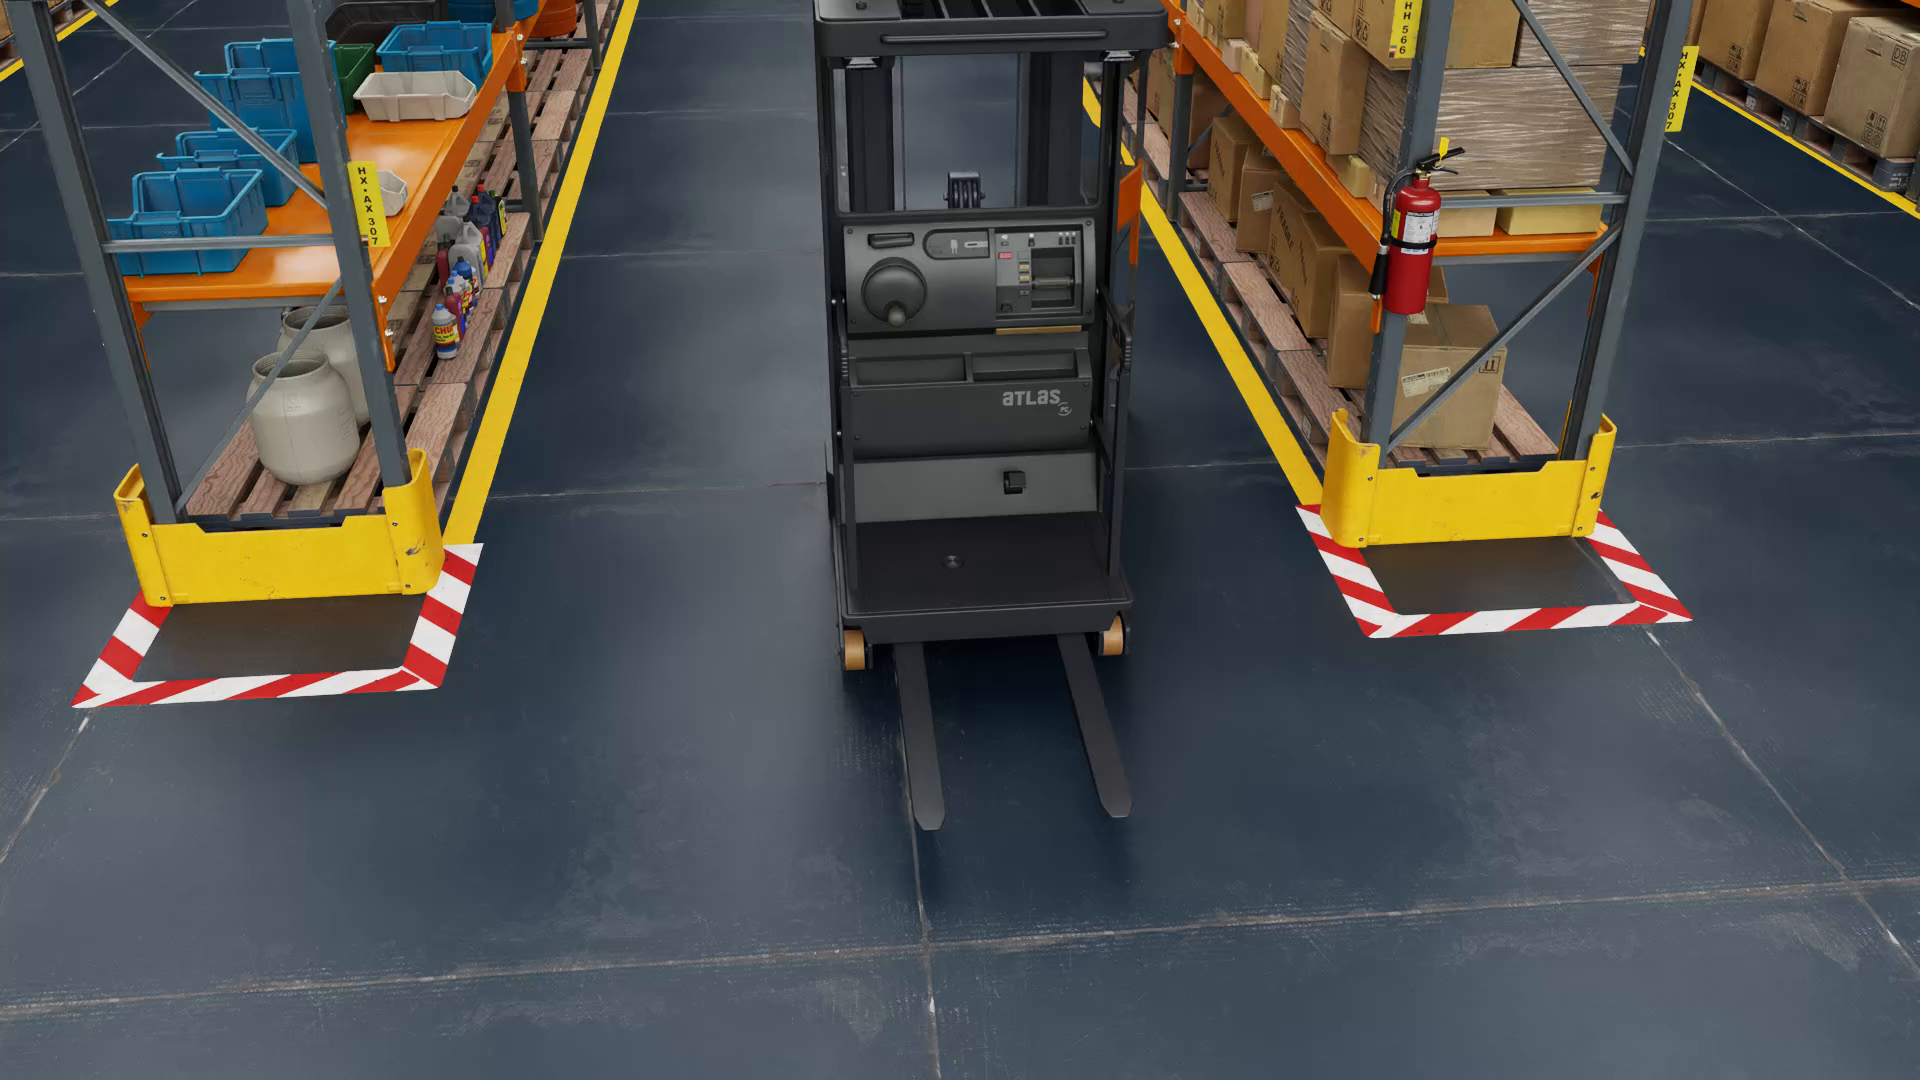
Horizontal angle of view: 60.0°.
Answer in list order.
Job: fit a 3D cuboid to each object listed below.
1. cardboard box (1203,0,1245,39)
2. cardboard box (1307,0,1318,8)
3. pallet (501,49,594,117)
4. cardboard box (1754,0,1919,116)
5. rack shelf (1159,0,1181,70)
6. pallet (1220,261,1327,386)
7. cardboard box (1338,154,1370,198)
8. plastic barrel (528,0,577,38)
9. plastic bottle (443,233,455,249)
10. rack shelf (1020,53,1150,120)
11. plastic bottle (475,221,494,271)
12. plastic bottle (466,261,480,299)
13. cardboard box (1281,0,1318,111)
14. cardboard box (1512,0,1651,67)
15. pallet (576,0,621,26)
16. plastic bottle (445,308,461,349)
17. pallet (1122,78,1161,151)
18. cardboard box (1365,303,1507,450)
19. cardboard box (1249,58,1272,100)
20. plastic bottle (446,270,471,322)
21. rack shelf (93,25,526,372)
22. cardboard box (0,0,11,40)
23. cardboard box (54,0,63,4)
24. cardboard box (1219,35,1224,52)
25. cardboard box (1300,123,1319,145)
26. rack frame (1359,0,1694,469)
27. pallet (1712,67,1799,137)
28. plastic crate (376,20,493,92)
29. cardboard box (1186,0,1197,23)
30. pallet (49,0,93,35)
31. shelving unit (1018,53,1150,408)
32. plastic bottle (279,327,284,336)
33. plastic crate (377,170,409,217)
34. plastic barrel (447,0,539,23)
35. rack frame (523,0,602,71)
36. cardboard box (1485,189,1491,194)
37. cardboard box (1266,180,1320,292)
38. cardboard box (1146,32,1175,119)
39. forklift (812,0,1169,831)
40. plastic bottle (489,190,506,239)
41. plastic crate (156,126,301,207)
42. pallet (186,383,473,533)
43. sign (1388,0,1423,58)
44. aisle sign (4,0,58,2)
[{"bbox_3d":[1.826,-3.052,9.047,0.875,0.500,0.500,-3,31,-5],"label":"cardboard box"},{"bbox_3d":[1.813,-2.708,7.496,0.500,0.500,0.500,-3,31,-5],"label":"cardboard box"},{"bbox_3d":[-3.437,-3.582,13.040,1.003,0.211,1.213,-3,31,-5],"label":"pallet"},{"bbox_3d":[6.548,-3.577,12.098,1.050,0.750,0.750,-3,31,-5],"label":"cardboard box"},{"bbox_3d":[1.647,-4.083,11.863,1.077,0.370,4.000,-3,31,-5],"label":"rack shelf"},{"bbox_3d":[2.049,-1.209,9.067,1.003,0.211,1.213,-3,31,-5],"label":"pallet"},{"bbox_3d":[1.878,-1.610,7.265,0.380,0.149,0.250,-3,31,-5],"label":"cardboard box"},{"bbox_3d":[-3.534,-4.674,13.856,0.600,0.830,0.708,-3,31,-5],"label":"plastic barrel"},{"bbox_3d":[-2.802,-1.561,9.158,0.061,0.283,0.133,-3,31,-5],"label":"plastic bottle"},{"bbox_3d":[0.557,-2.071,7.331,0.431,0.518,0.480,14,33,21],"label":"rack shelf"},{"bbox_3d":[-2.676,-1.662,9.328,0.061,0.283,0.133,-1,31,-1],"label":"plastic bottle"},{"bbox_3d":[-2.653,-1.401,8.971,0.097,0.201,0.097,0,31,0],"label":"plastic bottle"},{"bbox_3d":[2.014,-2.289,7.769,0.875,0.500,0.500,-3,31,-5],"label":"cardboard box"},{"bbox_3d":[2.427,-2.223,6.683,0.500,0.500,0.500,-3,31,-5],"label":"cardboard box"},{"bbox_3d":[-3.697,-5.001,15.417,1.003,0.211,1.213,-3,31,-5],"label":"pallet"},{"bbox_3d":[-2.593,-1.073,8.420,0.097,0.201,0.097,0,31,0],"label":"plastic bottle"},{"bbox_3d":[1.642,-3.196,12.394,1.003,0.211,1.213,-3,31,-5],"label":"pallet"},{"bbox_3d":[2.166,-0.756,7.618,0.500,0.500,0.500,3,31,5],"label":"cardboard box"},{"bbox_3d":[1.708,-2.374,8.544,0.380,0.149,0.250,-3,31,-5],"label":"cardboard box"},{"bbox_3d":[-2.624,-1.276,8.692,0.097,0.271,0.097,0,31,0],"label":"plastic bottle"},{"bbox_3d":[-2.911,-1.804,8.046,1.077,0.370,4.000,-3,31,-5],"label":"rack shelf"},{"bbox_3d":[-8.161,-4.302,13.537,0.500,0.500,0.500,-1,31,-2],"label":"cardboard box"},{"bbox_3d":[-8.312,-5.092,14.858,0.500,0.500,0.500,-4,31,-6],"label":"cardboard box"},{"bbox_3d":[1.649,-2.757,9.186,0.380,0.149,0.250,-3,31,-5],"label":"cardboard box"},{"bbox_3d":[1.842,-1.994,7.908,0.380,0.149,0.250,-3,31,-5],"label":"cardboard box"},{"bbox_3d":[2.208,-1.329,6.550,1.000,3.000,0.127,-3,31,-5],"label":"rack frame"},{"bbox_3d":[6.517,-3.375,12.694,1.003,0.211,1.213,-3,31,-5],"label":"pallet"},{"bbox_3d":[-2.724,-2.518,8.685,0.499,0.251,0.616,-3,31,-5],"label":"plastic crate"},{"bbox_3d":[1.554,-3.139,9.825,0.380,0.149,0.250,-3,31,-5],"label":"cardboard box"},{"bbox_3d":[-8.546,-4.748,14.993,1.003,0.211,1.213,-3,31,-5],"label":"pallet"},{"bbox_3d":[0.557,-1.482,7.683,0.431,2.100,0.503,14,33,21],"label":"shelving unit"},{"bbox_3d":[-3.332,-0.996,8.292,0.097,0.201,0.097,0,31,0],"label":"plastic bottle"},{"bbox_3d":[-2.487,-1.451,7.011,0.298,0.136,0.250,-3,31,-5],"label":"plastic crate"},{"bbox_3d":[-2.832,-3.561,9.797,0.600,0.901,0.708,-3,31,-5],"label":"plastic barrel"},{"bbox_3d":[-3.471,-5.176,12.991,1.000,3.000,0.127,-3,31,-5],"label":"rack frame"},{"bbox_3d":[2.414,-1.507,7.092,0.380,0.149,0.250,-3,31,-5],"label":"cardboard box"},{"bbox_3d":[2.029,-1.667,9.144,0.500,0.500,0.500,-5,31,-9],"label":"cardboard box"},{"bbox_3d":[1.719,-3.331,11.911,0.700,0.500,0.500,-5,31,-9],"label":"cardboard box"},{"bbox_3d":[0.062,-0.937,5.960,1.130,2.935,3.031,-3,31,-5],"label":"forklift"},{"bbox_3d":[-2.724,-1.927,9.770,0.061,0.283,0.133,-1,31,-2],"label":"plastic bottle"},{"bbox_3d":[-3.123,-1.601,7.150,0.499,0.251,0.408,-3,31,-5],"label":"plastic crate"},{"bbox_3d":[-2.848,-0.346,7.624,1.003,0.211,1.213,-3,31,-5],"label":"pallet"},{"bbox_3d":[1.653,-1.945,6.144,0.100,0.325,0.005,-3,31,-5],"label":"sign"},{"bbox_3d":[-3.013,-2.157,5.400,0.394,0.787,0.004,-3,31,-5],"label":"aisle sign"}]
